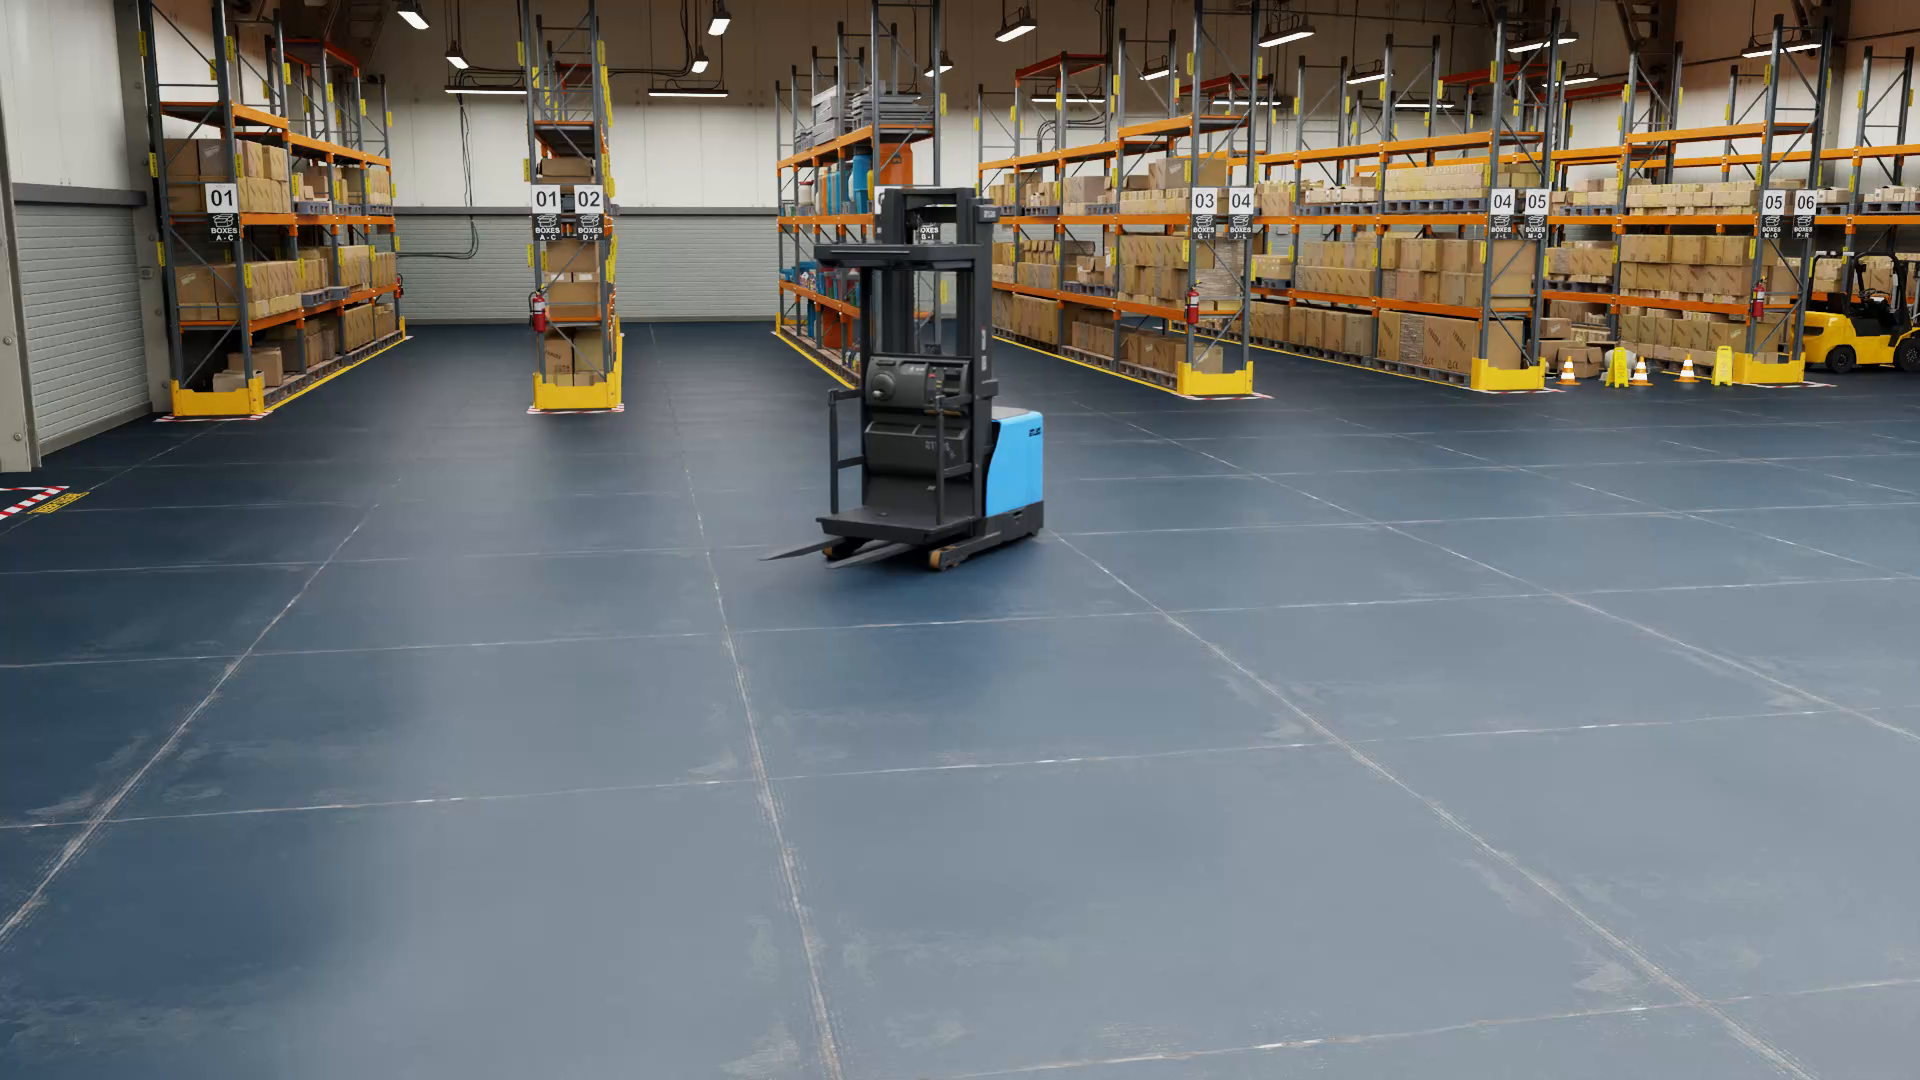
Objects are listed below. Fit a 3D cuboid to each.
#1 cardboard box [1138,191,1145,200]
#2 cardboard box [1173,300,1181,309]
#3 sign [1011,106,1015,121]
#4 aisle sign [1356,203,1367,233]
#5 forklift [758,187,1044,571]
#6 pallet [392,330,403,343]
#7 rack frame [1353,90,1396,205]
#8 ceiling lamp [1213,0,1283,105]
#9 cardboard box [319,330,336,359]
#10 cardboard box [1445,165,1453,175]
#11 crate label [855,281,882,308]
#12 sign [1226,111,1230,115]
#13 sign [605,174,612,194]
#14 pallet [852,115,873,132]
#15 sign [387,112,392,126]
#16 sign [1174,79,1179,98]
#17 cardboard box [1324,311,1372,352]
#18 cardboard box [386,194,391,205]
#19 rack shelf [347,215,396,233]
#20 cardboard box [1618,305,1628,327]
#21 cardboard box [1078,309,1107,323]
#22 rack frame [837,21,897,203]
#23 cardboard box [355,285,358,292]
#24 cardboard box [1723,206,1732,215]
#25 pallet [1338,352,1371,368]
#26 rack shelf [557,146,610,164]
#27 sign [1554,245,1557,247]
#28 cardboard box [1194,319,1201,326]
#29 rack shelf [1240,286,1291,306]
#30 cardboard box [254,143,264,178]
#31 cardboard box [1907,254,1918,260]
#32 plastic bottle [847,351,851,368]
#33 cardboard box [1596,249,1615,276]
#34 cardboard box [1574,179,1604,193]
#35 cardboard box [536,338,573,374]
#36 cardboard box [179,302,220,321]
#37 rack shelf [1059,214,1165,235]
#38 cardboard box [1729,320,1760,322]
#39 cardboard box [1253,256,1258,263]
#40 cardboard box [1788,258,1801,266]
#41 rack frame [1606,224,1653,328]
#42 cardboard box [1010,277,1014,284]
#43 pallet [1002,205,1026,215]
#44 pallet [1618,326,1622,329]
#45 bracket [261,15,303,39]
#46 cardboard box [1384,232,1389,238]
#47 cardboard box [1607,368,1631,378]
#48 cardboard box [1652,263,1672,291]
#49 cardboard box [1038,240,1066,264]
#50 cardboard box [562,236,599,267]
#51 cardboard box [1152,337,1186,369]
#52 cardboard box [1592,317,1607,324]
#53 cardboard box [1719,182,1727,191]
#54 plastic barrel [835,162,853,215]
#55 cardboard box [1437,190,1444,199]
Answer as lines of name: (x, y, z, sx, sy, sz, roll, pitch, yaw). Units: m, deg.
cardboard box: (3.254, -5.860, 28.277, 0.380, 0.149, 0.250, -2, 11, -12)
cardboard box: (3.659, -3.805, 26.840, 0.380, 0.149, 0.250, -2, 11, -11)
sign: (1.181, -9.463, 36.927, 0.100, 0.325, 0.005, -2, 11, -11)
aisle sign: (10.375, -8.369, 43.191, 0.394, 0.787, 0.004, -2, 11, -11)
forklift: (-0.449, -1.295, 13.160, 1.130, 2.935, 3.031, 6, 12, 29)
pallet: (-13.391, -4.675, 38.193, 1.003, 0.211, 1.213, -2, 11, -11)
rack frame: (10.673, -10.036, 42.859, 1.000, 3.000, 0.127, -2, 11, -11)
ceiling lamp: (7.773, -13.308, 44.436, 2.000, 3.185, 0.800, -2, 11, -11)
cardboard box: (-11.876, -3.579, 30.487, 0.700, 0.500, 0.500, -2, 11, -10)
cardboard box: (8.355, -6.189, 27.817, 0.380, 0.149, 0.250, -2, 11, -11)
crate label: (-1.417, -3.959, 26.881, 0.502, 0.435, 0.616, -2, 11, -11)
sign: (6.080, -9.585, 37.781, 0.100, 0.325, 0.005, -2, 11, -11)
sign: (-5.887, -5.955, 27.845, 0.100, 0.325, 0.005, -2, 11, -11)
pallet: (-1.144, -6.631, 26.544, 1.003, 0.211, 1.213, -2, 11, -11)
sign: (-13.089, -9.650, 38.122, 0.100, 0.325, 0.005, -2, 11, -11)
sign: (3.822, -7.989, 29.394, 0.100, 0.325, 0.005, -2, 11, -11)
cardboard box: (7.779, -4.079, 32.496, 1.050, 0.750, 0.750, -2, 11, -11)
cardboard box: (-13.221, -7.719, 37.717, 0.500, 0.250, 0.500, -2, 11, -9)
rack shelf: (-13.235, -6.942, 36.547, 1.077, 0.370, 4.000, -2, 11, -11)
cardboard box: (16.193, -5.418, 40.203, 0.500, 0.500, 0.500, -2, 11, -9)
cardboard box: (2.668, -4.496, 33.300, 0.500, 0.250, 0.500, -2, 11, -9)
rack frame: (-1.572, -7.295, 28.456, 1.000, 3.000, 0.127, -2, 11, -11)
cardboard box: (-12.298, -5.055, 33.350, 0.380, 0.149, 0.250, -2, 11, -13)
cardboard box: (13.343, -5.654, 28.532, 0.380, 0.149, 0.250, -2, 11, -9)
pallet: (7.947, -3.459, 31.803, 1.003, 0.211, 1.213, -2, 11, -11)
rack shelf: (-7.598, -7.666, 33.400, 1.077, 0.370, 4.000, -2, 11, -11)
sign: (12.760, -6.173, 35.723, 0.100, 0.325, 0.005, -2, 11, -11)
cardboard box: (5.939, -5.305, 40.550, 0.380, 0.149, 0.250, -2, 11, -11)
rack shelf: (7.005, -5.437, 36.662, 1.077, 0.370, 4.000, -2, 11, -11)
cardboard box: (-10.507, -5.544, 24.287, 0.500, 0.500, 0.500, -2, 11, -9)
cardboard box: (17.975, -5.281, 31.121, 0.380, 0.149, 0.250, -2, 11, -11)
plastic bottle: (-1.850, -3.093, 28.533, 0.152, 0.276, 0.135, -2, 11, -9)
cardboard box: (12.692, -5.366, 32.182, 0.500, 0.500, 0.500, -2, 11, -12)
cardboard box: (12.550, -7.028, 33.017, 0.500, 0.250, 0.500, -2, 11, -10)
cardboard box: (-6.050, -2.746, 24.827, 0.500, 0.500, 0.500, -2, 11, -11)
cardboard box: (-10.793, -3.269, 23.695, 0.500, 0.250, 0.500, -2, 11, -10)
rack shelf: (2.898, -6.015, 31.677, 1.077, 0.370, 4.000, -2, 11, -11)
cardboard box: (13.789, -3.637, 29.506, 0.500, 0.500, 0.500, -3, 11, -13)
cardboard box: (6.599, -6.109, 36.228, 0.380, 0.149, 0.250, -2, 11, -8)
cardboard box: (17.314, -5.725, 34.251, 0.380, 0.149, 0.250, -2, 11, -11)
rack frame: (16.320, -6.537, 40.518, 1.000, 3.000, 0.127, -2, 11, -11)
cardboard box: (1.350, -5.916, 37.927, 0.380, 0.149, 0.250, -2, 11, -11)
pallet: (1.582, -7.576, 38.190, 1.003, 0.211, 1.213, -2, 11, -11)
pallet: (16.515, -5.019, 40.002, 1.003, 0.211, 1.213, -2, 11, -11)
bracket: (-12.897, -9.728, 31.614, 0.076, 0.066, 4.783, -2, 11, -11)
cardboard box: (10.731, -7.587, 41.359, 0.380, 0.149, 0.250, -2, 11, -12)
cardboard box: (11.549, -2.921, 29.145, 0.380, 0.149, 0.250, 4, 11, 18)
cardboard box: (13.025, -4.809, 30.377, 0.500, 0.500, 0.500, -2, 11, -11)
cardboard box: (2.121, -6.180, 35.696, 0.797, 0.503, 0.637, -2, 11, -9)
cardboard box: (-6.239, -4.681, 27.030, 0.700, 0.500, 0.500, -2, 11, -11)
cardboard box: (3.642, -3.216, 28.631, 0.500, 0.500, 0.500, -3, 11, -16)
cardboard box: (15.923, -5.434, 41.226, 0.380, 0.149, 0.250, -2, 11, -13)
cardboard box: (13.351, -6.091, 28.693, 0.380, 0.149, 0.250, -2, 11, -11)
plastic barrel: (-1.884, -6.153, 29.138, 0.600, 0.901, 0.708, -2, 11, -11)
cardboard box: (8.306, -5.843, 28.134, 0.380, 0.149, 0.250, -2, 11, -11)
